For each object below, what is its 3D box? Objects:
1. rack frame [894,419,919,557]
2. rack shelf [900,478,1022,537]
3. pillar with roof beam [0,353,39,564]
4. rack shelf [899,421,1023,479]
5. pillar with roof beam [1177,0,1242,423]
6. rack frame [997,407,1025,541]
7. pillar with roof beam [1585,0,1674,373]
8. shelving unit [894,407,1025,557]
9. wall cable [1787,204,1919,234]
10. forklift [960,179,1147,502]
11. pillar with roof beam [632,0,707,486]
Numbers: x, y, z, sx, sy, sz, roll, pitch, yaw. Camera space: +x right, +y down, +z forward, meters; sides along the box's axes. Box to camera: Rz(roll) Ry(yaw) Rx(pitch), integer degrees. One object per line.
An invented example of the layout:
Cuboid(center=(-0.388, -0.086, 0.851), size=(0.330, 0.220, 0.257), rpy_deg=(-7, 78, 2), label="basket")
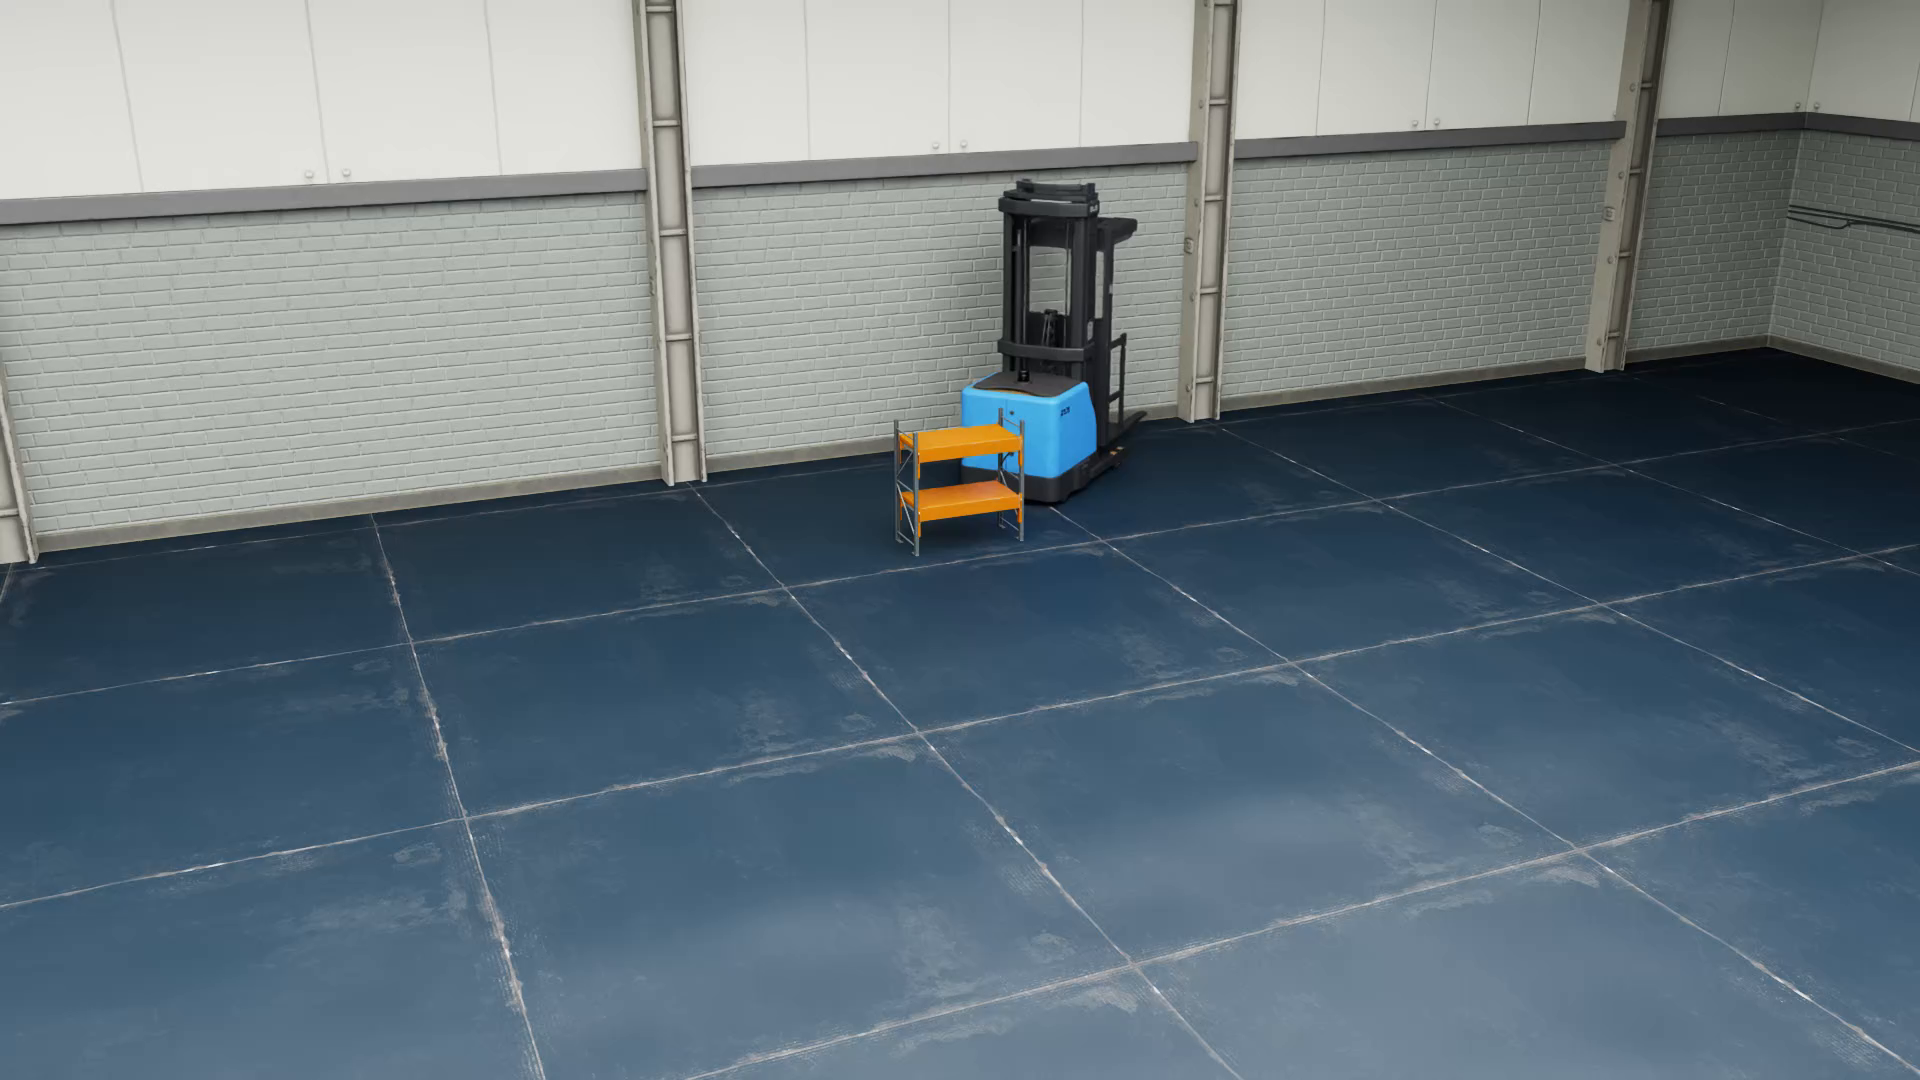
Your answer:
Cuboid(center=(-0.473, -0.463, 14.676), size=(0.032, 1.125, 0.500), rpy_deg=(-8, 21, -22), label="rack frame")
Cuboid(center=(-0.006, -0.299, 14.947), size=(1.000, 0.278, 0.538), rpy_deg=(-8, 21, -22), label="rack shelf")
Cuboid(center=(-6.588, -2.755, 9.329), size=(0.400, 9.000, 9.100), rpy_deg=(-8, 21, -22), label="pillar with roof beam")
Cuboid(center=(-0.006, -0.806, 14.769), size=(1.000, 0.278, 0.538), rpy_deg=(-8, 21, -22), label="rack shelf")
Cuboid(center=(4.430, -4.333, 13.813), size=(0.400, 9.000, 9.100), rpy_deg=(-8, 21, -22), label="pillar with roof beam")
Cuboid(center=(0.461, -0.597, 15.056), size=(0.032, 1.125, 0.500), rpy_deg=(-8, 21, -22), label="rack frame")
Cuboid(center=(9.940, -5.123, 16.054), size=(0.400, 9.000, 9.100), rpy_deg=(-8, 21, -22), label="pillar with roof beam")
Cuboid(center=(-0.006, -0.530, 14.866), size=(1.048, 1.125, 0.538), rpy_deg=(-8, 21, -22), label="shelving unit")
Cuboid(center=(11.463, -4.955, 20.254), size=(0.112, 2.526, 3.097), rpy_deg=(-8, 21, -22), label="wall cable")
Cuboid(center=(1.103, -2.191, 16.864), size=(1.130, 2.935, 3.031), rpy_deg=(9, 21, 25), label="forklift")
Cuboid(center=(-1.079, -3.544, 11.571), size=(0.400, 9.000, 9.100), rpy_deg=(-8, 21, -22), label="pillar with roof beam")
